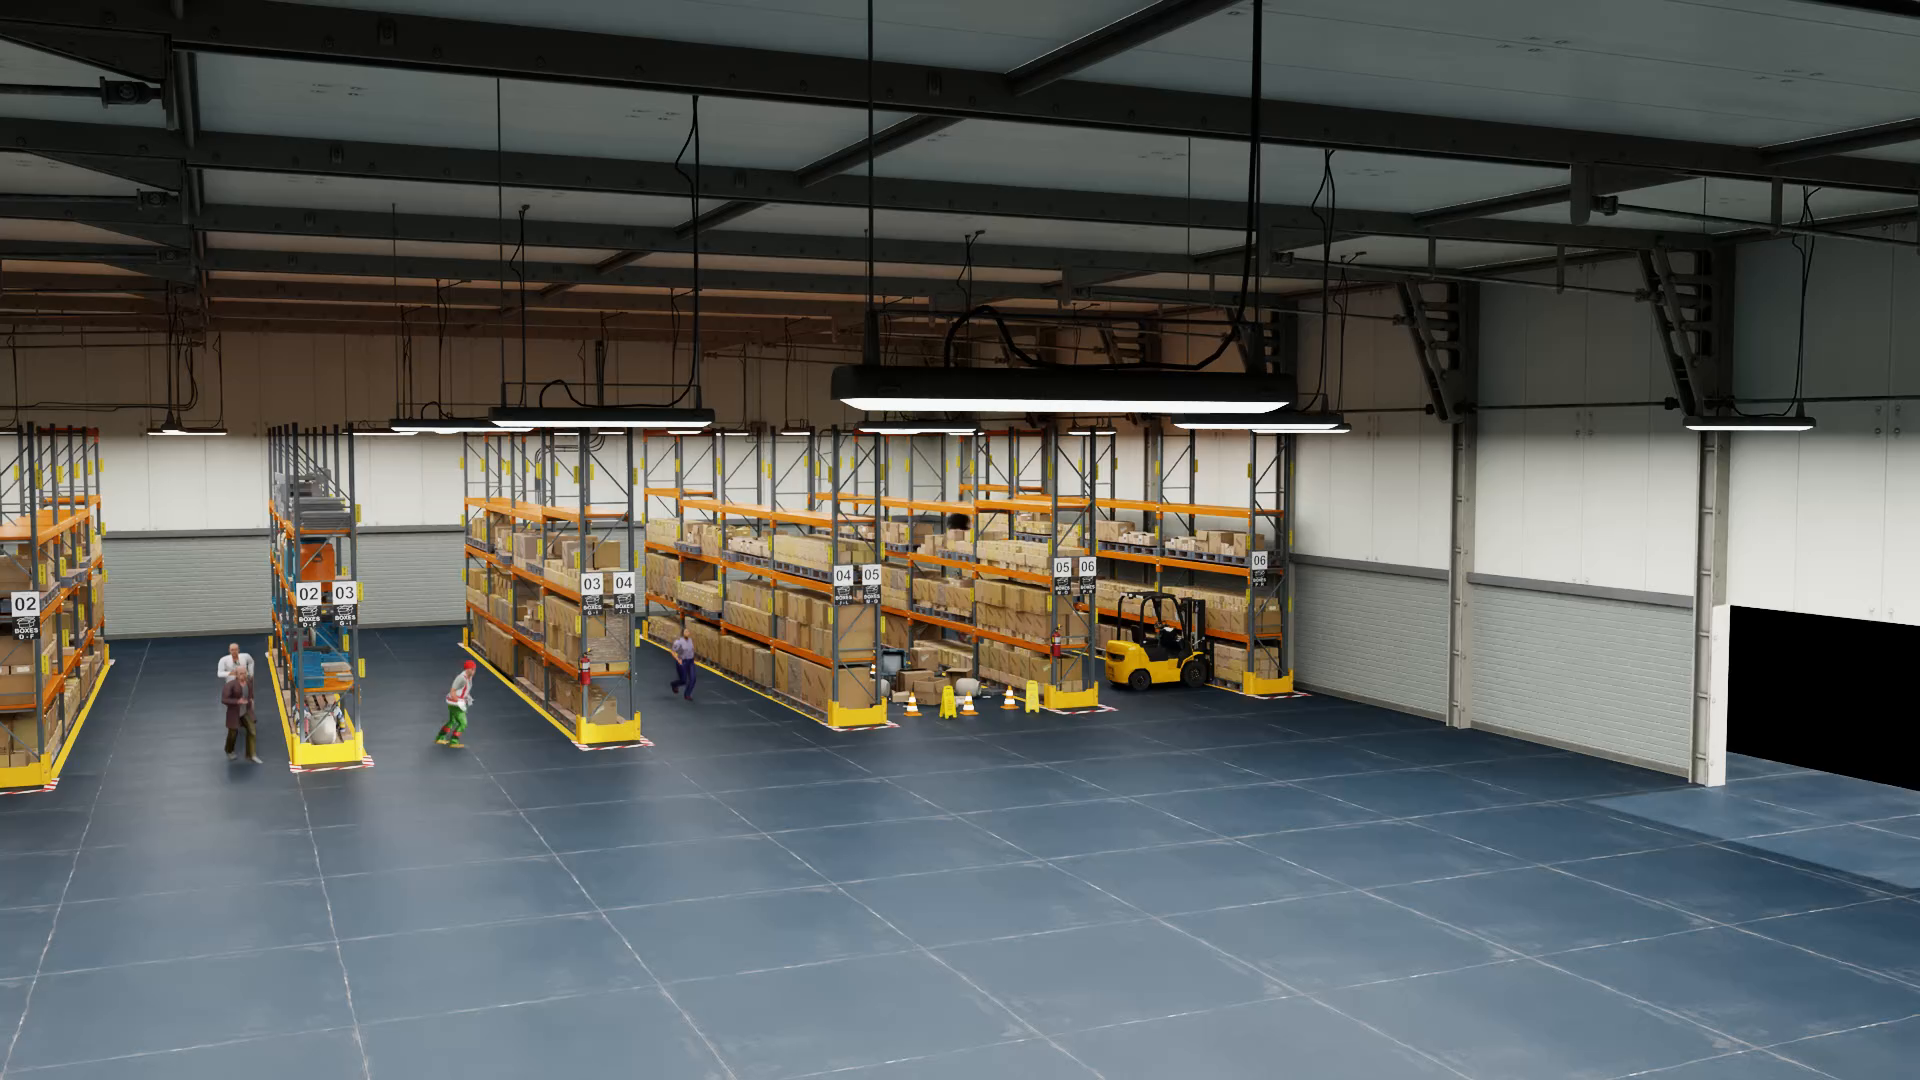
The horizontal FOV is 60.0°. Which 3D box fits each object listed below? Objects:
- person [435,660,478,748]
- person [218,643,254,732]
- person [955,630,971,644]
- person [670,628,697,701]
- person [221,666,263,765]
[{"bbox_3d":[-9.319,3.029,30.760,0.872,1.639,0.689,0,4,-6],"label":"person"},{"bbox_3d":[-14.146,2.863,32.514,0.624,1.729,1.038,-1,4,-19],"label":"person"},{"bbox_3d":[0.098,2.133,45.650,0.620,1.617,0.572,-3,5,-43],"label":"person"},{"bbox_3d":[-6.062,2.710,36.443,0.616,1.601,0.642,-3,5,-45],"label":"person"},{"bbox_3d":[-12.702,3.073,29.248,1.070,1.761,0.707,3,5,43],"label":"person"}]
